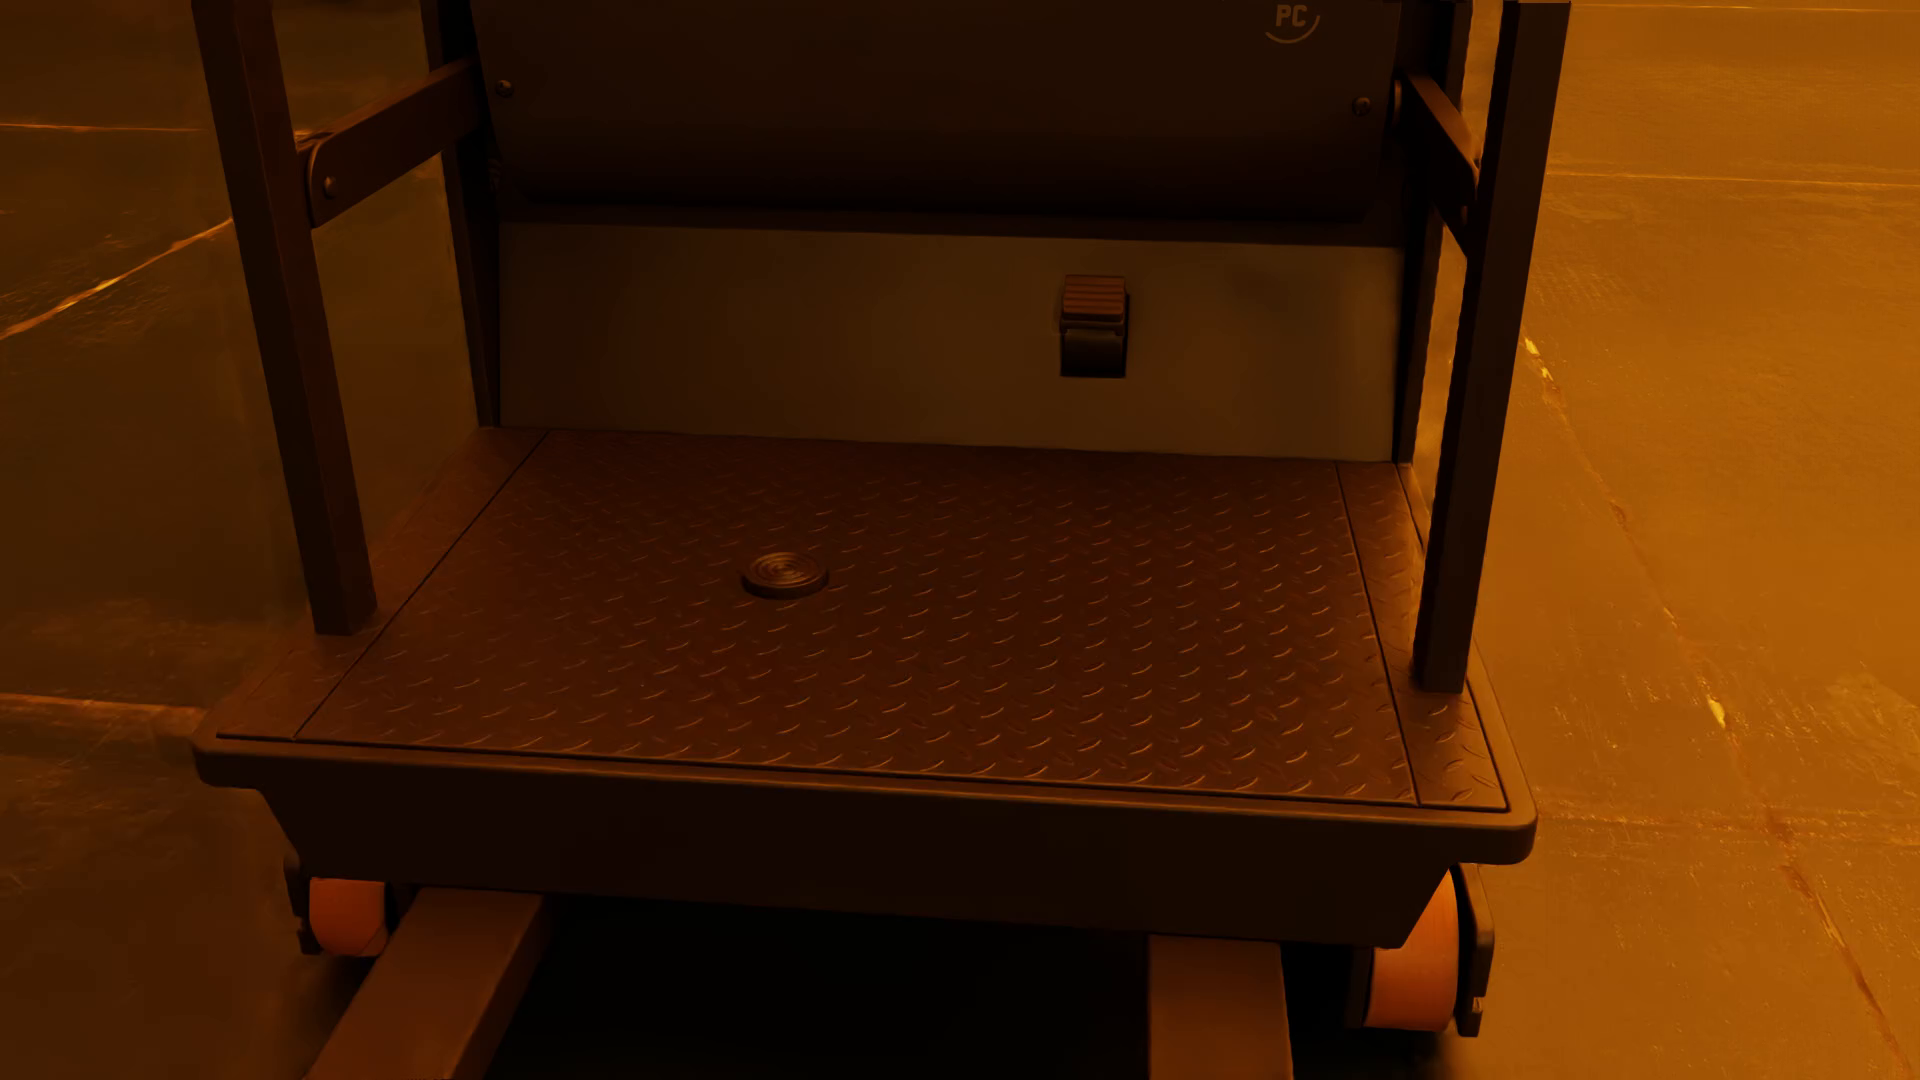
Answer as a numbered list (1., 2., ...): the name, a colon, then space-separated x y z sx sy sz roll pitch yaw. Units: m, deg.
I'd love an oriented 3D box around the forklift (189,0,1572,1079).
1. forklift: -0.050 -1.009 1.238 1.130 2.935 3.031 3 27 5
